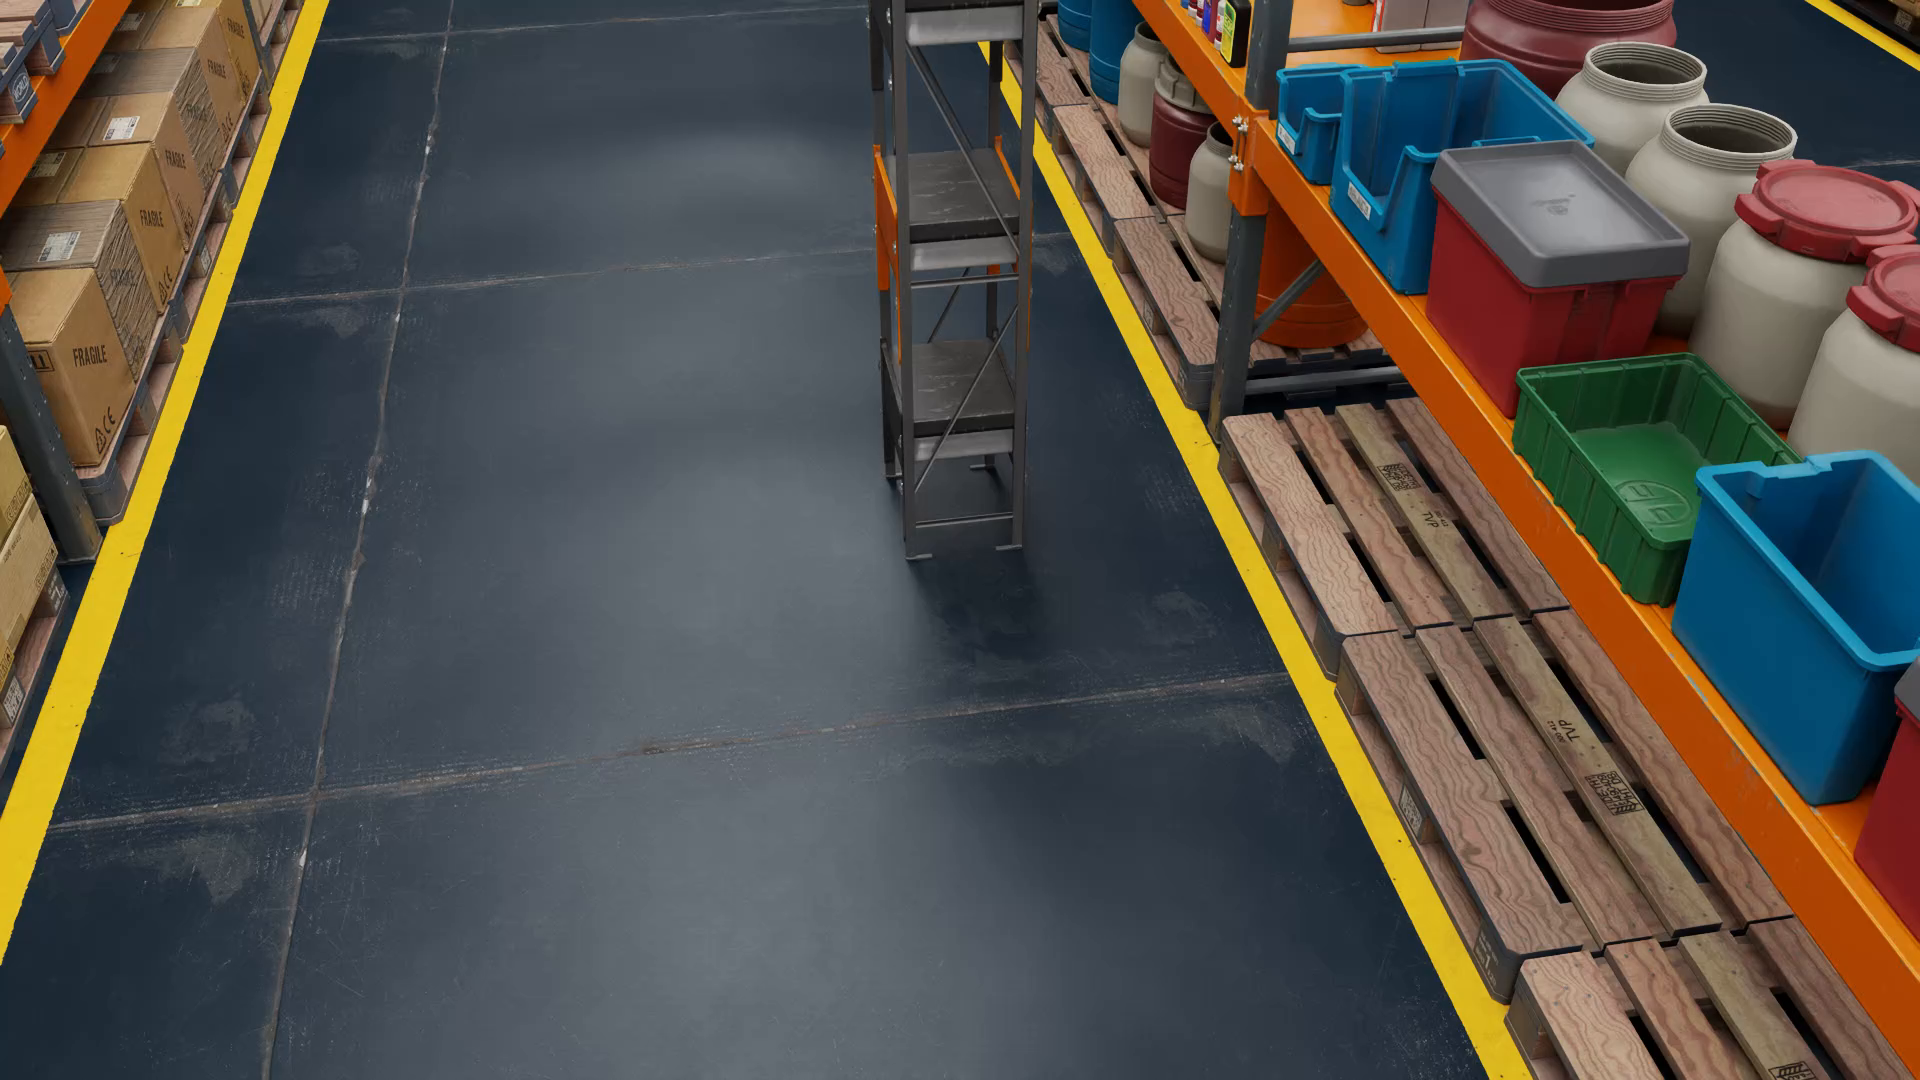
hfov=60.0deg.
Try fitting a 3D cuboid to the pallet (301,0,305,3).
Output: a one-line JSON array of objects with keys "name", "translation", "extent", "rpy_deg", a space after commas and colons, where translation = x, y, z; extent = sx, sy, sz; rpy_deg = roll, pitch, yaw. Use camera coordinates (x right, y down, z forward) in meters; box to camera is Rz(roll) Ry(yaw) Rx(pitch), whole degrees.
[{"name": "pallet", "translation": [-4.478, -3.560, 10.161], "extent": [1.003, 0.211, 1.213], "rpy_deg": [-6, 38, -8]}]

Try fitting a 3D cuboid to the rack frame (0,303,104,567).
[{"name": "rack frame", "translation": [-3.440, -1.092, 4.711], "extent": [1.000, 3.000, 0.127], "rpy_deg": [-6, 38, -8]}]

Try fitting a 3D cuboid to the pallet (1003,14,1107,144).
[{"name": "pallet", "translation": [0.830, -2.467, 8.753], "extent": [1.003, 0.211, 1.213], "rpy_deg": [-6, 38, -8]}]

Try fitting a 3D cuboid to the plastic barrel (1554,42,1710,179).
[{"name": "plastic barrel", "translation": [1.828, -1.068, 4.589], "extent": [0.421, 0.512, 0.421], "rpy_deg": [0, 38, 0]}]

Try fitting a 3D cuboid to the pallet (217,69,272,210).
[{"name": "pallet", "translation": [-3.961, -1.920, 8.049], "extent": [1.003, 0.211, 1.213], "rpy_deg": [-6, 38, -8]}]

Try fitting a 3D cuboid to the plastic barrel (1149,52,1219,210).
[{"name": "plastic barrel", "translation": [1.137, -1.812, 7.261], "extent": [0.600, 0.588, 0.708], "rpy_deg": [-6, 38, -8]}]

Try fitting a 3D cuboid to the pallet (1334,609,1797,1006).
[{"name": "pallet", "translation": [1.745, 0.686, 4.695], "extent": [1.003, 0.211, 1.213], "rpy_deg": [-6, 38, -8]}]

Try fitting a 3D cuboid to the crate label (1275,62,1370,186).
[{"name": "crate label", "translation": [1.142, -1.262, 5.066], "extent": [0.303, 0.233, 0.416], "rpy_deg": [-6, 38, -8]}]

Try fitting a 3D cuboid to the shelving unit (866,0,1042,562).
[{"name": "shelving unit", "translation": [-0.029, -0.929, 5.235], "extent": [0.431, 2.100, 0.503], "rpy_deg": [-6, 38, -8]}]

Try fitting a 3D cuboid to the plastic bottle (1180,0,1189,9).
[{"name": "plastic bottle", "translation": [0.870, -2.099, 6.112], "extent": [0.097, 0.271, 0.097], "rpy_deg": [0, 38, 0]}]

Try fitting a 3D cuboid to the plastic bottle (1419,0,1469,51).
[{"name": "plastic bottle", "translation": [1.680, -1.870, 5.813], "extent": [0.152, 0.276, 0.135], "rpy_deg": [-6, 38, -8]}]

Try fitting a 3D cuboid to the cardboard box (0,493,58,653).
[{"name": "cardboard box", "translation": [-3.108, 0.119, 5.050], "extent": [0.500, 0.250, 0.500], "rpy_deg": [-5, 38, -7]}]

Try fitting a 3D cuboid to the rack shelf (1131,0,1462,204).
[{"name": "rack shelf", "translation": [1.087, -2.546, 7.169], "extent": [1.077, 0.370, 4.000], "rpy_deg": [-6, 38, -8]}]

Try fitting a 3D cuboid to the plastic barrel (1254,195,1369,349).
[{"name": "plastic barrel", "translation": [1.335, -1.225, 6.309], "extent": [0.600, 0.830, 0.708], "rpy_deg": [-6, 38, -8]}]

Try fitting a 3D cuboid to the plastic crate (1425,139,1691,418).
[{"name": "plastic crate", "translation": [1.419, -0.639, 4.075], "extent": [0.402, 0.464, 0.583], "rpy_deg": [-6, 38, -8]}]

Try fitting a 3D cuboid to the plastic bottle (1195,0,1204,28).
[{"name": "plastic bottle", "translation": [0.904, -1.954, 5.982], "extent": [0.097, 0.201, 0.097], "rpy_deg": [0, 38, 0]}]

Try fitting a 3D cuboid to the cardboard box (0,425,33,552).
[{"name": "cardboard box", "translation": [-3.106, -0.104, 4.880], "extent": [0.500, 0.311, 0.500], "rpy_deg": [-5, 38, -7]}]

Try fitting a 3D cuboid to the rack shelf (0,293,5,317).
[{"name": "rack shelf", "translation": [-3.089, 0.400, 3.377], "extent": [1.077, 0.370, 4.000], "rpy_deg": [-6, 38, -8]}]

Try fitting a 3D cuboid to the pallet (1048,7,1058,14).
[{"name": "pallet", "translation": [0.569, -3.377, 9.925], "extent": [1.003, 0.211, 1.213], "rpy_deg": [-6, 38, -8]}]

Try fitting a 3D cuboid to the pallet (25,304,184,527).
[{"name": "pallet", "translation": [-3.534, -0.446, 6.152], "extent": [1.003, 0.211, 1.213], "rpy_deg": [-6, 38, -8]}]

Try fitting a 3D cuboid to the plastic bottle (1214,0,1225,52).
[{"name": "plastic bottle", "translation": [0.944, -1.814, 5.802], "extent": [0.097, 0.201, 0.097], "rpy_deg": [0, 38, 0]}]

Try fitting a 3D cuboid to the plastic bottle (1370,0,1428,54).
[{"name": "plastic bottle", "translation": [1.530, -1.853, 5.792], "extent": [0.152, 0.276, 0.135], "rpy_deg": [-6, 38, -8]}]

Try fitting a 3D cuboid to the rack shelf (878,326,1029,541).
[{"name": "rack shelf", "translation": [-0.029, -0.366, 5.672], "extent": [0.431, 0.518, 0.480], "rpy_deg": [-6, 38, -8]}]

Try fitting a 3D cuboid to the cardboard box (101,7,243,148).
[{"name": "cardboard box", "translation": [-3.694, -2.128, 7.723], "extent": [0.500, 0.500, 0.500], "rpy_deg": [-6, 38, -8]}]

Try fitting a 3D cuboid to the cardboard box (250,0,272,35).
[{"name": "cardboard box", "translation": [-4.002, -2.897, 8.867], "extent": [0.500, 0.311, 0.500], "rpy_deg": [-6, 38, -8]}]

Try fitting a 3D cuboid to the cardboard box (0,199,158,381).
[{"name": "cardboard box", "translation": [-3.336, -0.900, 6.142], "extent": [0.500, 0.500, 0.500], "rpy_deg": [-8, 38, -10]}]

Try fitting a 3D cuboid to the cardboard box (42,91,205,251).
[{"name": "cardboard box", "translation": [-3.515, -1.518, 6.938], "extent": [0.500, 0.500, 0.500], "rpy_deg": [-7, 38, -9]}]

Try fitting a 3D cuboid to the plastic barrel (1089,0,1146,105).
[{"name": "plastic barrel", "translation": [0.939, -2.618, 8.043], "extent": [0.600, 0.901, 0.708], "rpy_deg": [-6, 38, -8]}]

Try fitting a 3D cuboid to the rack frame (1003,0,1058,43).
[{"name": "rack frame", "translation": [0.736, -4.039, 8.503], "extent": [1.000, 3.000, 0.127], "rpy_deg": [-6, 38, -8]}]

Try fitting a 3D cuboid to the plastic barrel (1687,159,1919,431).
[{"name": "plastic barrel", "translation": [1.982, -0.566, 3.923], "extent": [0.433, 0.535, 0.433], "rpy_deg": [0, 38, 0]}]

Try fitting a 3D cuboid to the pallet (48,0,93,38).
[{"name": "pallet", "translation": [-3.785, -2.190, 6.281], "extent": [1.003, 0.211, 1.213], "rpy_deg": [-6, 38, -8]}]

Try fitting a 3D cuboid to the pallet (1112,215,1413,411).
[{"name": "pallet", "translation": [1.258, -0.993, 6.856], "extent": [1.003, 0.211, 1.213], "rpy_deg": [-6, 38, -8]}]

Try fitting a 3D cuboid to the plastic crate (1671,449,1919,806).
[{"name": "plastic crate", "translation": [1.639, 0.167, 3.103], "extent": [0.392, 0.384, 0.575], "rpy_deg": [-6, 38, -8]}]

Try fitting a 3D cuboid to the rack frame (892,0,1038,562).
[{"name": "rack frame", "translation": [0.014, -0.782, 5.045], "extent": [0.400, 2.100, 0.015], "rpy_deg": [-6, 38, -8]}]
